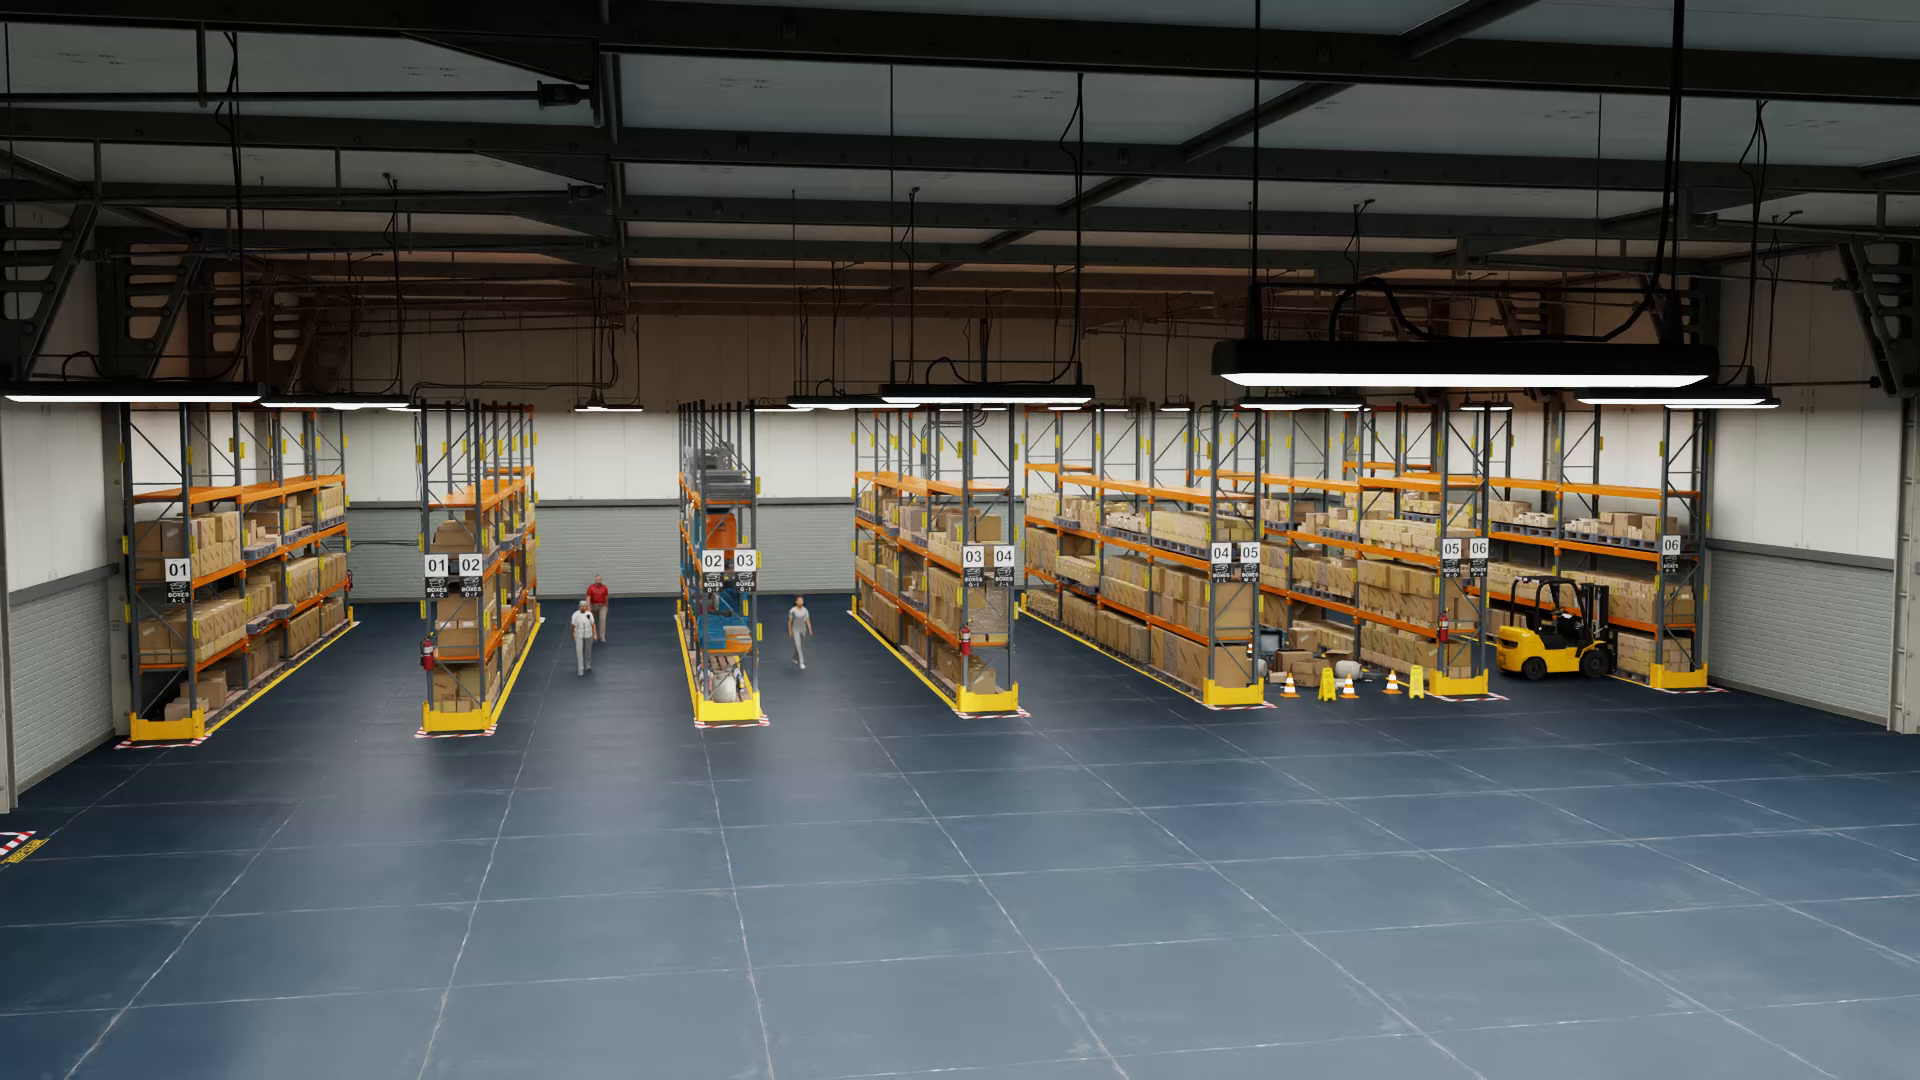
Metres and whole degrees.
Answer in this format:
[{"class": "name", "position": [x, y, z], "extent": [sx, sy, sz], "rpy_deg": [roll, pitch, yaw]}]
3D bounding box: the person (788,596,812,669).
[{"class": "person", "position": [-3.629, 2.055, 37.594], "extent": [0.475, 1.600, 1.097], "rpy_deg": [-2, 5, -26]}]

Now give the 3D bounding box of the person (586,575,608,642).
[{"class": "person", "position": [-9.150, 1.713, 41.968], "extent": [0.553, 1.664, 1.099], "rpy_deg": [-1, 4, -14]}]

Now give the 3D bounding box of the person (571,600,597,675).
[{"class": "person", "position": [-8.321, 2.130, 36.768], "extent": [0.562, 1.605, 1.022], "rpy_deg": [-1, 4, -12]}]

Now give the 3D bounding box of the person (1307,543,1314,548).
[{"class": "person", "position": [10.901, 0.960, 51.514], "extent": [1.024, 1.755, 0.517], "rpy_deg": [-1, 4, -15]}]
